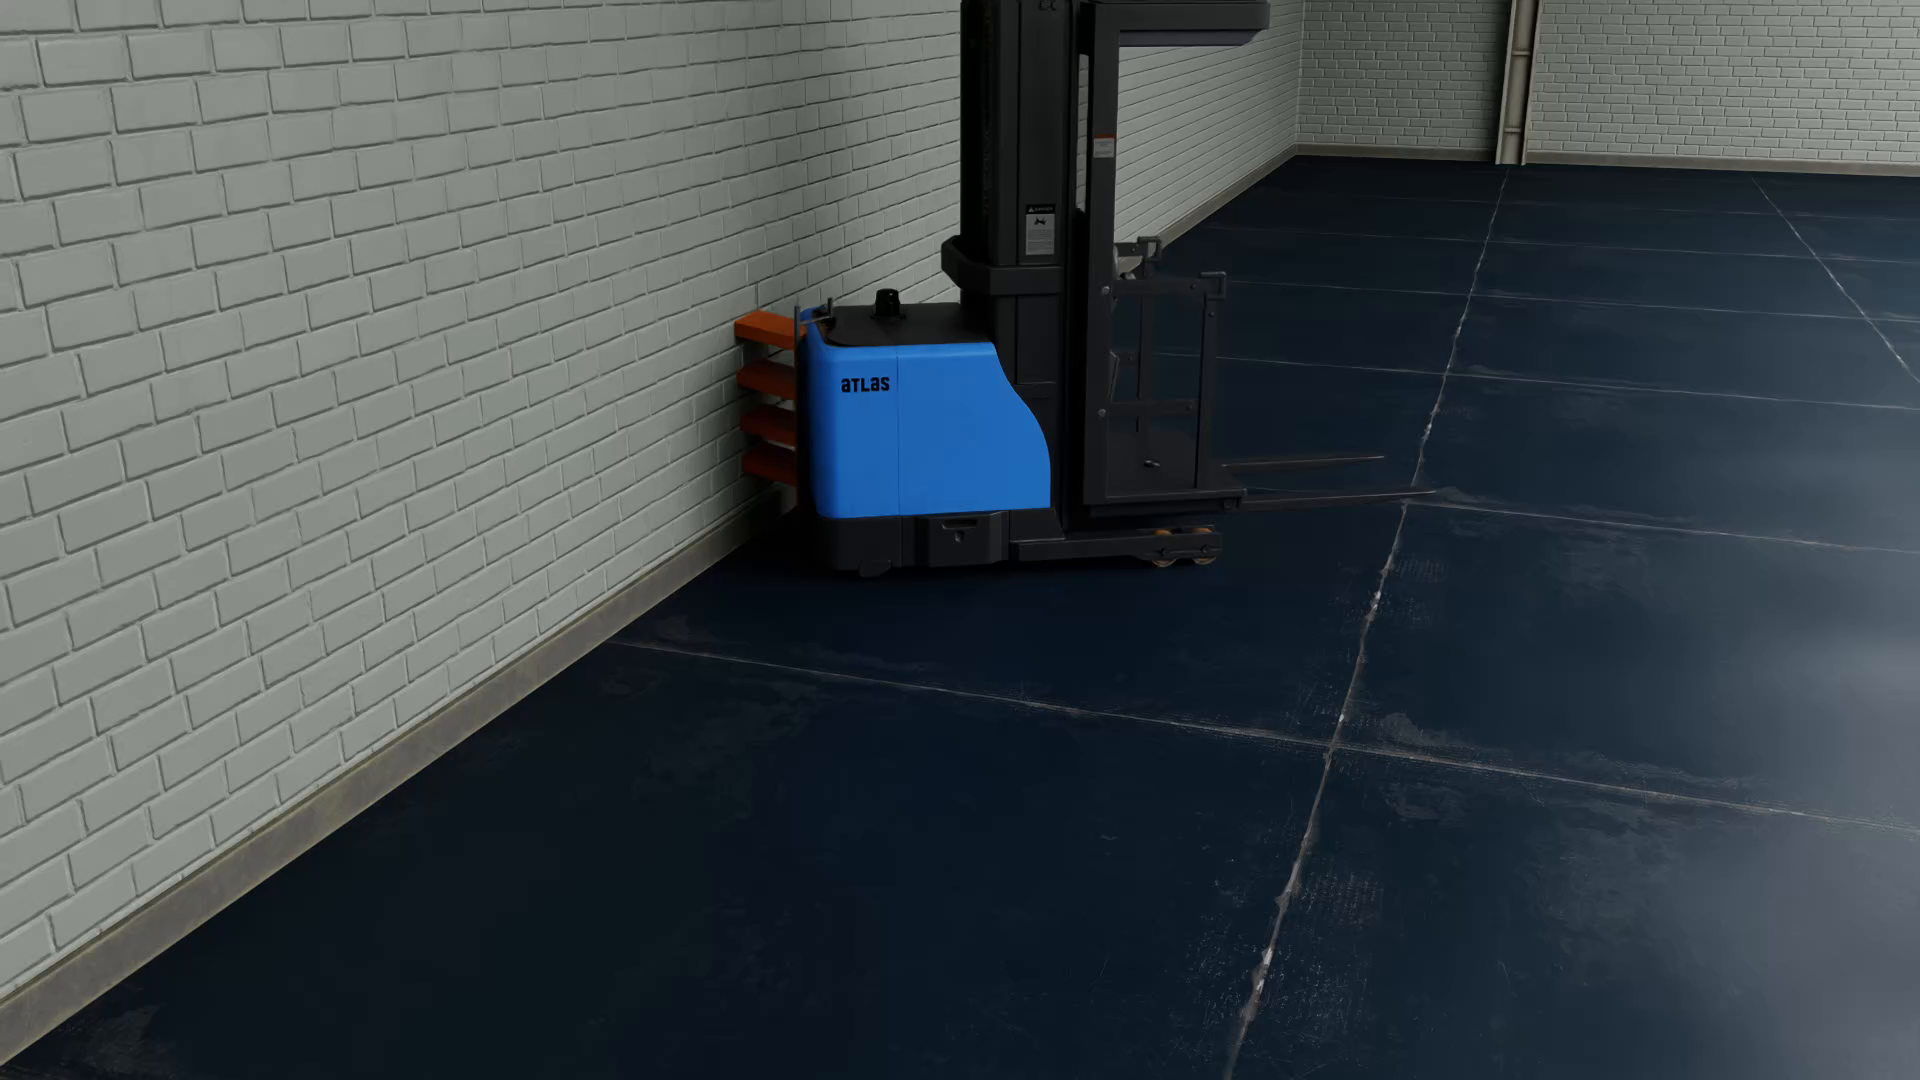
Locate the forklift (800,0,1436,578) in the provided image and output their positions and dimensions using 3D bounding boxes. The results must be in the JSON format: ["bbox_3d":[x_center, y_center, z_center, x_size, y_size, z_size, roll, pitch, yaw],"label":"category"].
[{"bbox_3d":[0.766,-1.430,7.725,3.031,2.935,1.130,-3,19,-9],"label":"forklift"}]

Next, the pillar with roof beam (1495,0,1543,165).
[{"bbox_3d":[6.220,-8.136,17.746,0.400,9.000,9.100,7,20,18],"label":"pillar with roof beam"}]

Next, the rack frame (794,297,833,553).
[{"bbox_3d":[-0.676,-0.524,7.765,0.015,1.200,0.240,18,27,35],"label":"rack frame"}]

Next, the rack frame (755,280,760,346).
[{"bbox_3d":[-1.055,-0.646,8.047,0.015,1.200,0.240,18,27,35],"label":"rack frame"}]

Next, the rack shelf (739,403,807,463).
[{"bbox_3d":[-0.867,-0.522,7.931,0.480,0.148,0.258,18,27,35],"label":"rack shelf"}]

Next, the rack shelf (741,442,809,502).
[{"bbox_3d":[-0.872,-0.338,8.005,0.480,0.148,0.258,18,27,35],"label":"rack shelf"}]

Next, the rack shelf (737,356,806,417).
[{"bbox_3d":[-0.862,-0.730,7.848,0.480,0.148,0.258,18,27,35],"label":"rack shelf"}]

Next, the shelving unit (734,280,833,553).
[{"bbox_3d":[-0.866,-0.585,7.906,0.503,1.200,0.258,18,27,35],"label":"shelving unit"}]

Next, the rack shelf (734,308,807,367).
[{"bbox_3d":[-0.857,-0.949,7.760,0.480,0.148,0.258,18,27,35],"label":"rack shelf"}]
